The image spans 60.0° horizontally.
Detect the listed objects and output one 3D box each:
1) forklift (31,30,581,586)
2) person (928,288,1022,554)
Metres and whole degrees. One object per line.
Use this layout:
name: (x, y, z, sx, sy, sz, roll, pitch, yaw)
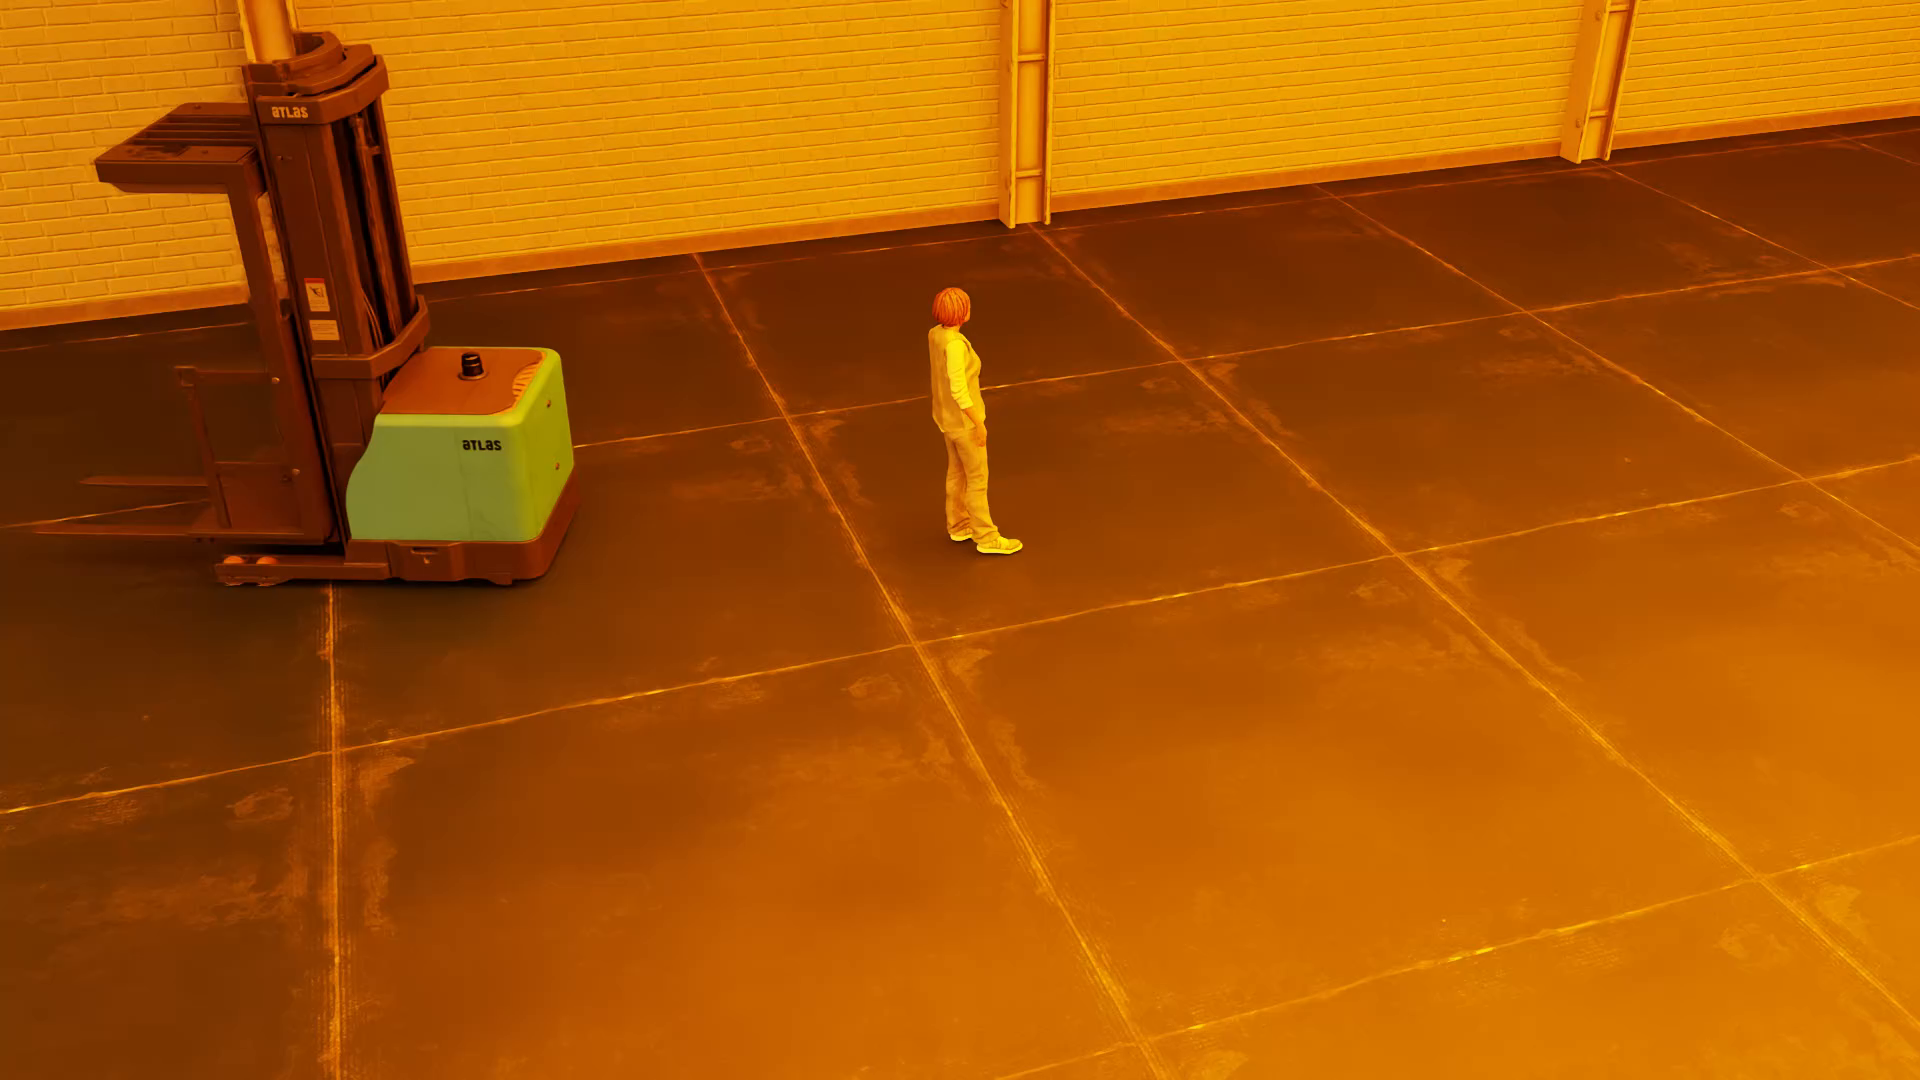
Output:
forklift: (-3.877, -1.266, 9.288, 3.031, 2.935, 1.130, 1, 30, 2)
person: (0.074, -0.704, 9.633, 0.475, 1.597, 0.520, -10, 31, -16)
